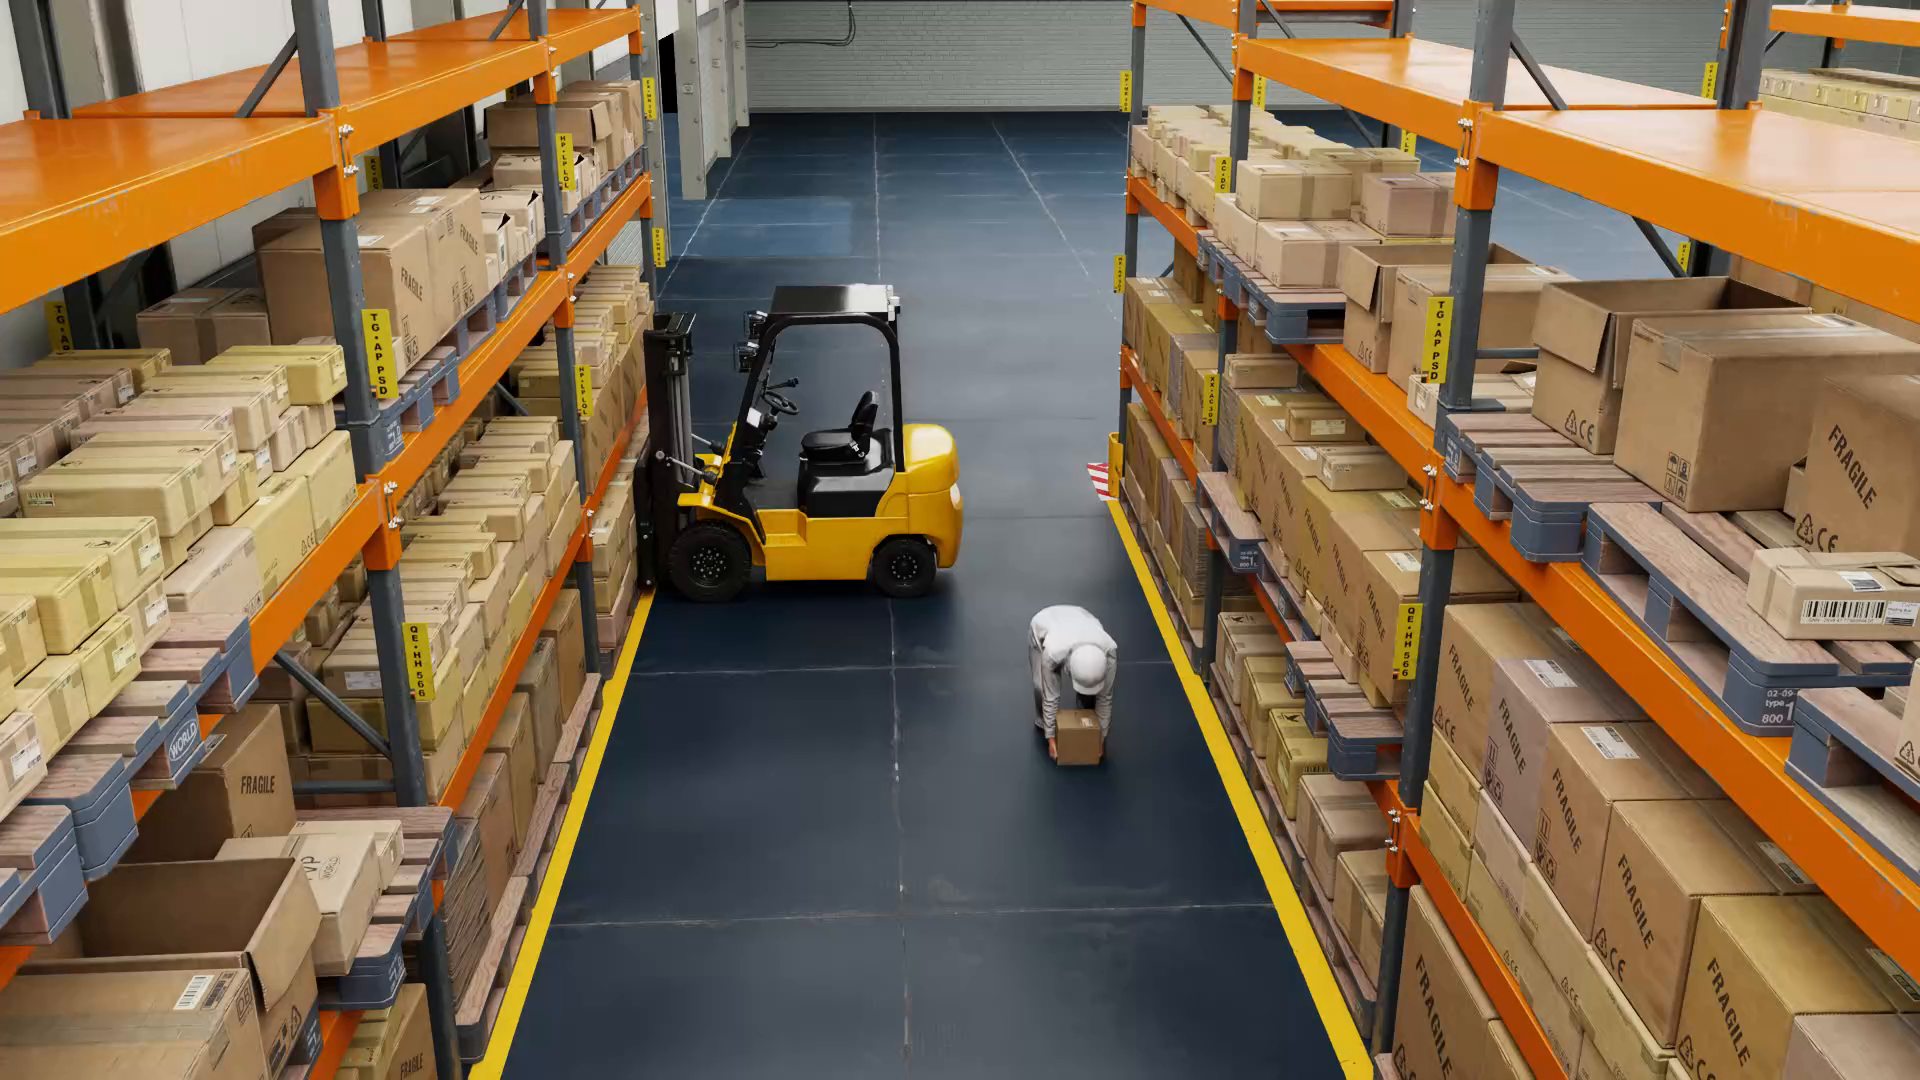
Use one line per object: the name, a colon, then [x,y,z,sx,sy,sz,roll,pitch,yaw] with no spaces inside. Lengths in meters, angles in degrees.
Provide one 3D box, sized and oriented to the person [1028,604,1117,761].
person: [0.695,0.851,10.194,0.506,0.795,0.994,-2,20,-5]
